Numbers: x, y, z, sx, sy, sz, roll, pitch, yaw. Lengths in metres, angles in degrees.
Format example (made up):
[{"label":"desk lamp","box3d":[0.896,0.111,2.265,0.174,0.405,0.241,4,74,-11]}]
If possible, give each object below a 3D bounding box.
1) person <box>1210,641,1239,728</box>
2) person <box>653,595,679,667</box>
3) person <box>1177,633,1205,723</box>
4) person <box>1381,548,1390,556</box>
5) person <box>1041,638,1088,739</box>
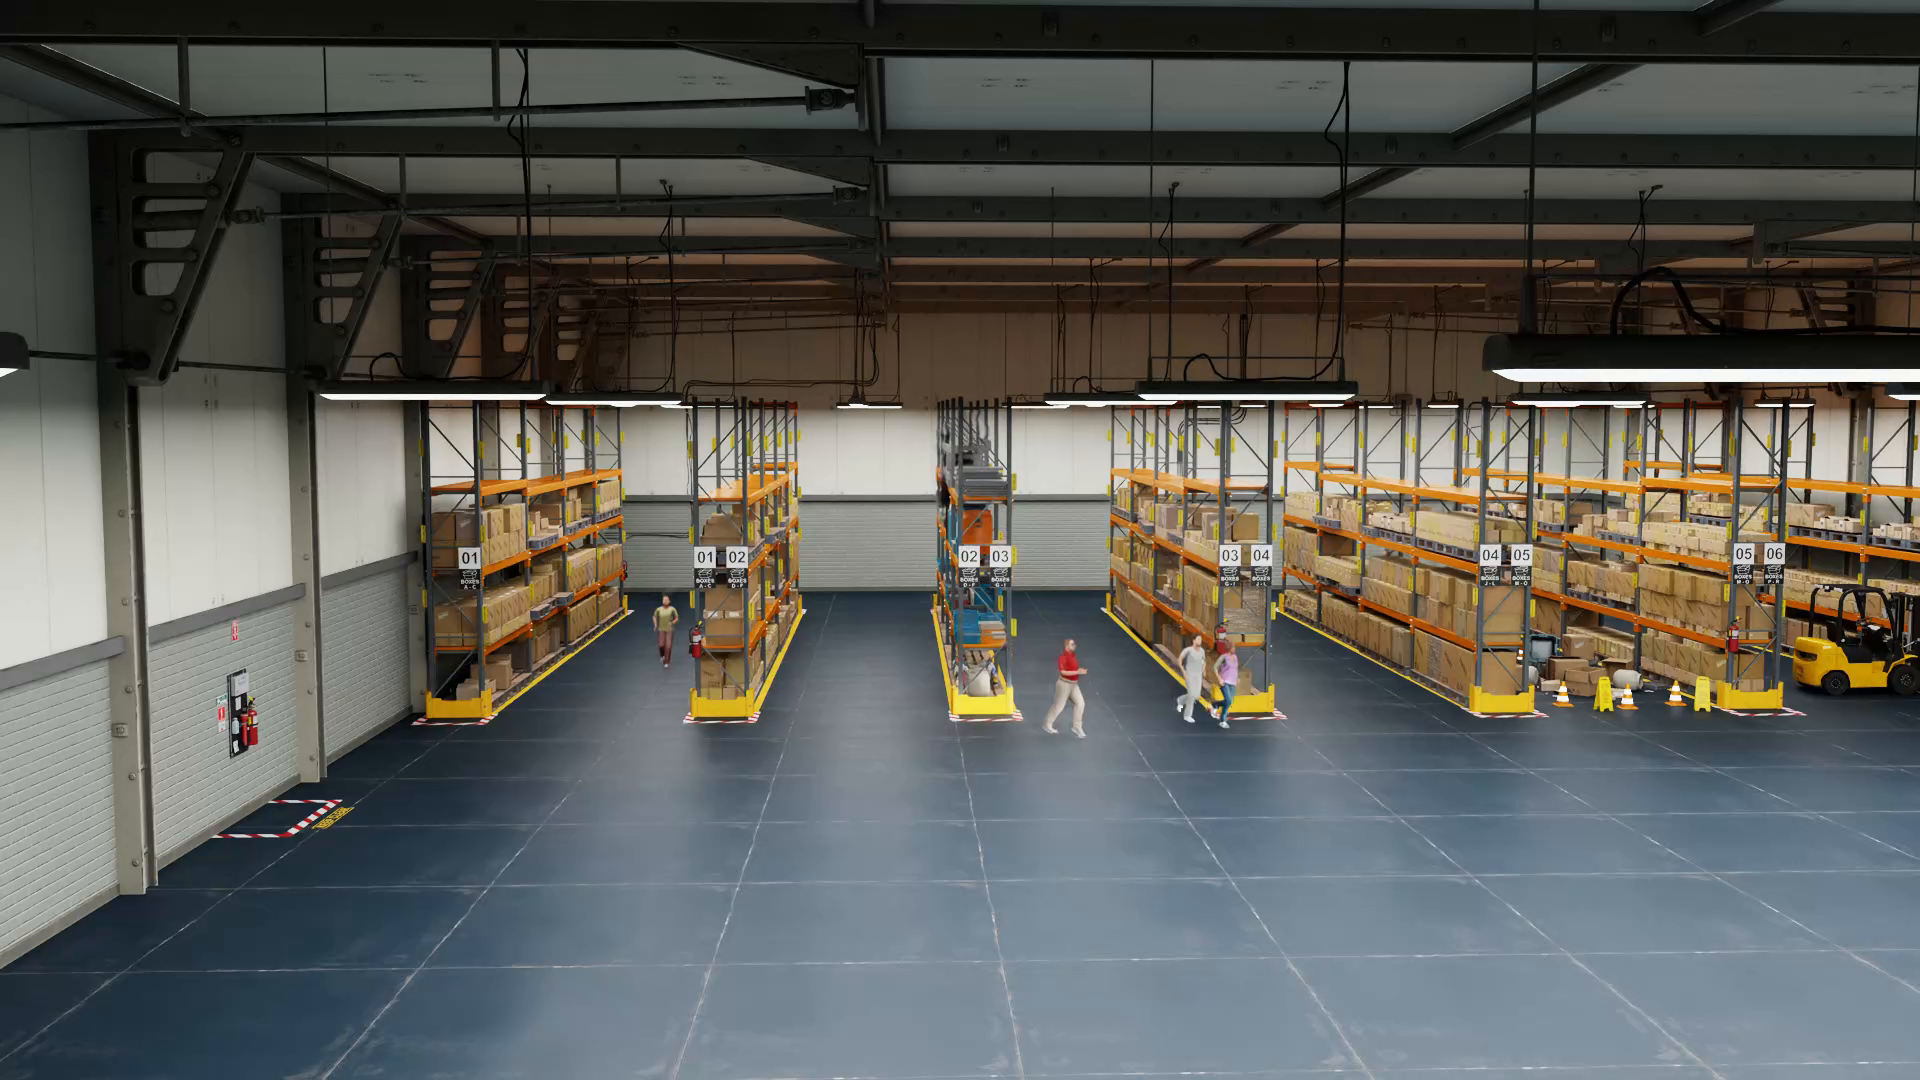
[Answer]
[{"label":"person","box3d":[4.833,2.627,30.382,0.581,1.565,0.585,-3,5,-37]},{"label":"person","box3d":[-6.563,2.043,37.092,0.580,1.624,0.533,-1,4,-7]},{"label":"person","box3d":[4.315,2.536,30.972,0.604,1.626,0.666,-2,5,-28]},{"label":"person","box3d":[12.613,1.064,49.232,0.893,1.670,0.619,0,4,-4]},{"label":"person","box3d":[1.847,2.609,29.212,0.864,1.783,0.592,3,5,32]}]
